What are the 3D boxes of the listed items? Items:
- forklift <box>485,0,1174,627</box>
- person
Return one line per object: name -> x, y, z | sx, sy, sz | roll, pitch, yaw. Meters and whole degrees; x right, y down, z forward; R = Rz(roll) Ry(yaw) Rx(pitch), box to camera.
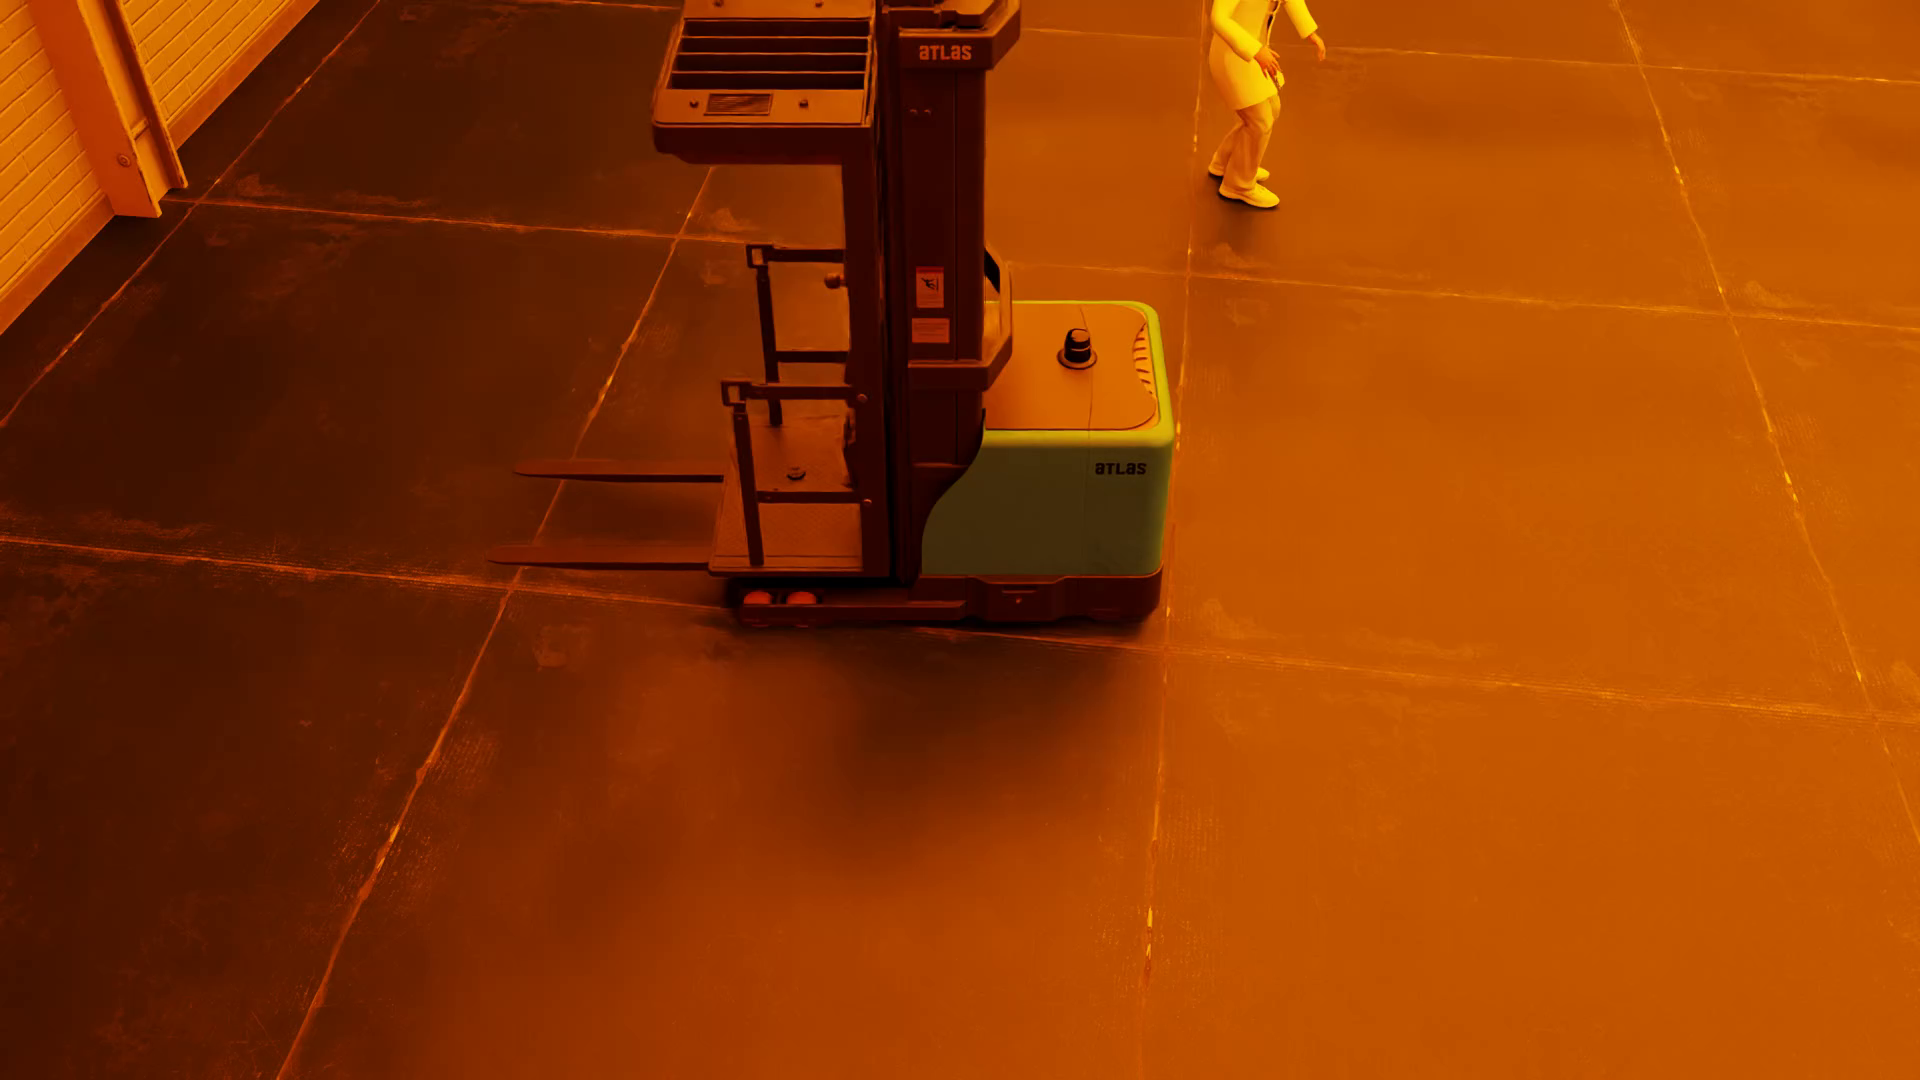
forklift -> -0.617, -1.047, 6.864 | 3.031, 2.935, 1.130 | 0, 43, 0
person -> 1.757, -2.795, 9.690 | 0.551, 1.722, 0.825 | 23, 48, 23
